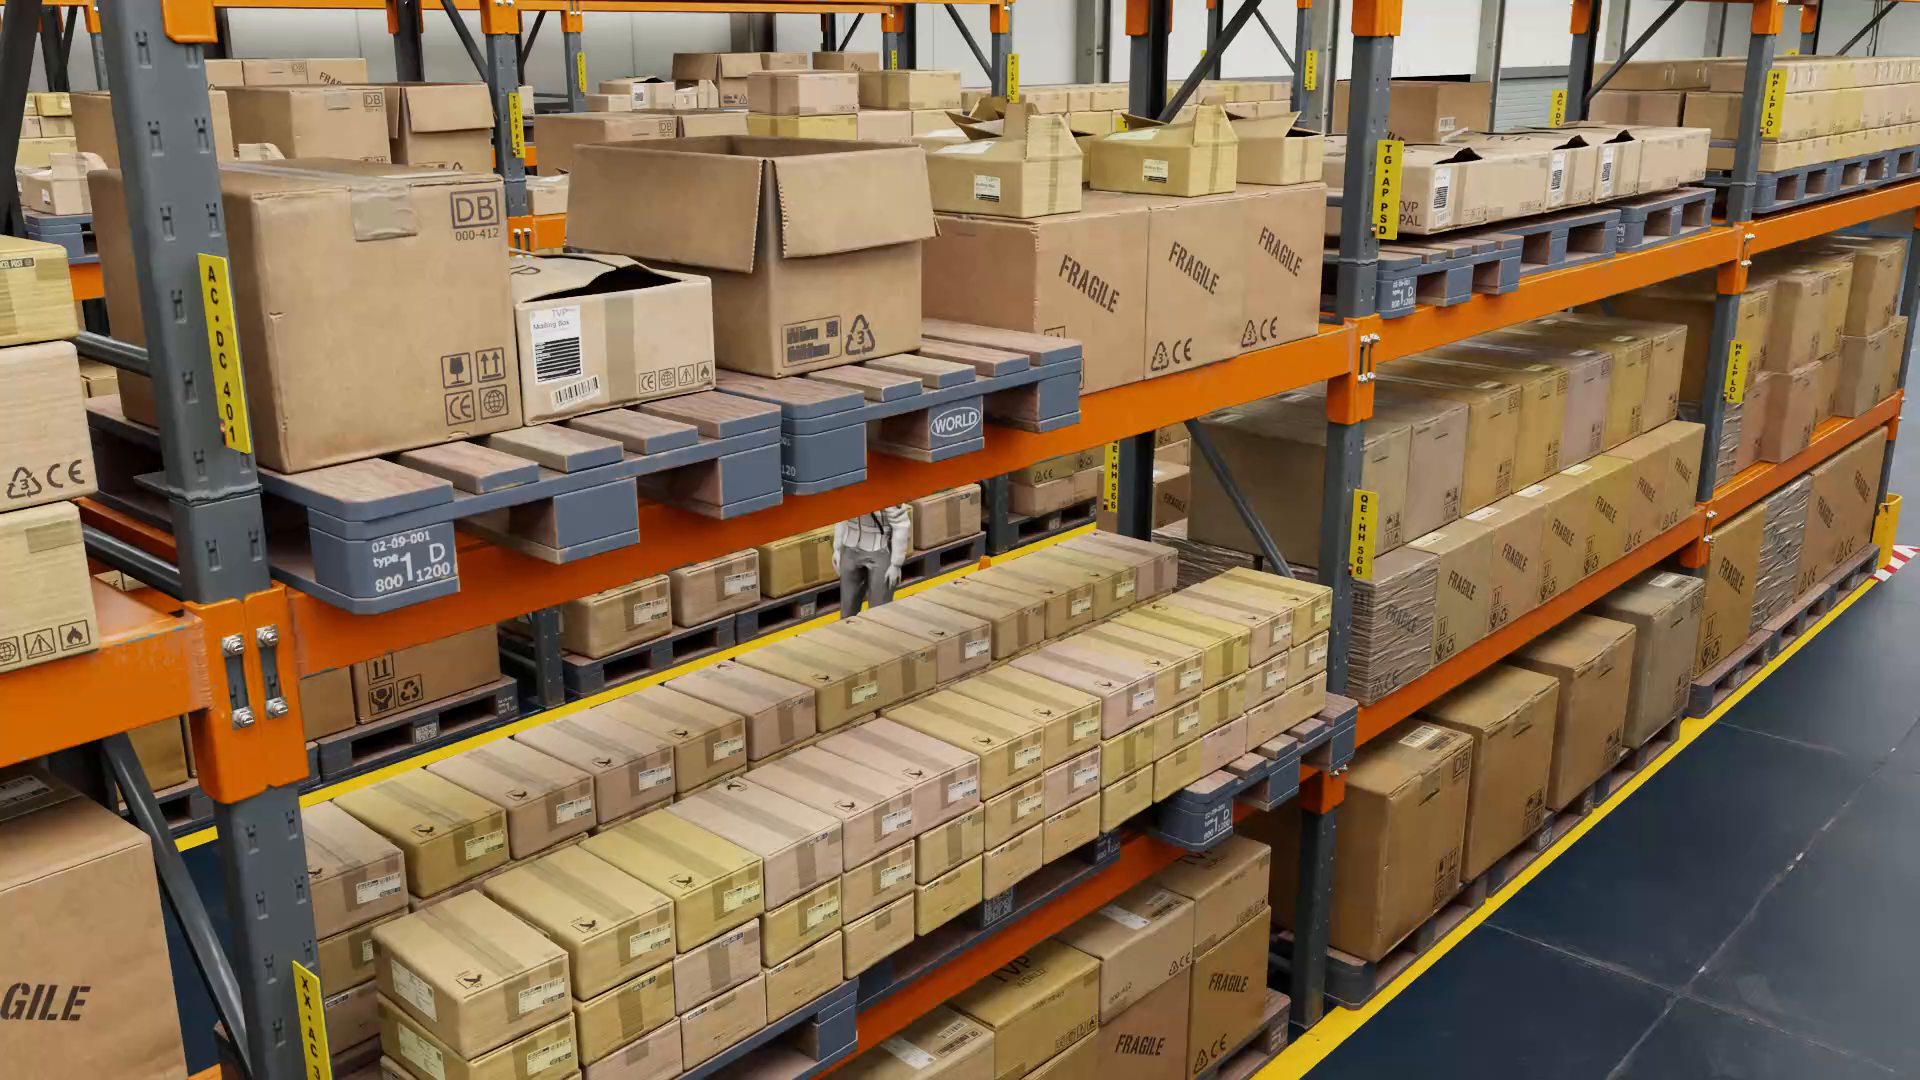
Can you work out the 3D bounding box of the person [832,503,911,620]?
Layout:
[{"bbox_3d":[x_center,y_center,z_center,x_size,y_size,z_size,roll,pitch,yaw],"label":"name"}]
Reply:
[{"bbox_3d":[-0.530,0.111,9.682,0.526,1.659,0.374,13,22,37],"label":"person"}]
